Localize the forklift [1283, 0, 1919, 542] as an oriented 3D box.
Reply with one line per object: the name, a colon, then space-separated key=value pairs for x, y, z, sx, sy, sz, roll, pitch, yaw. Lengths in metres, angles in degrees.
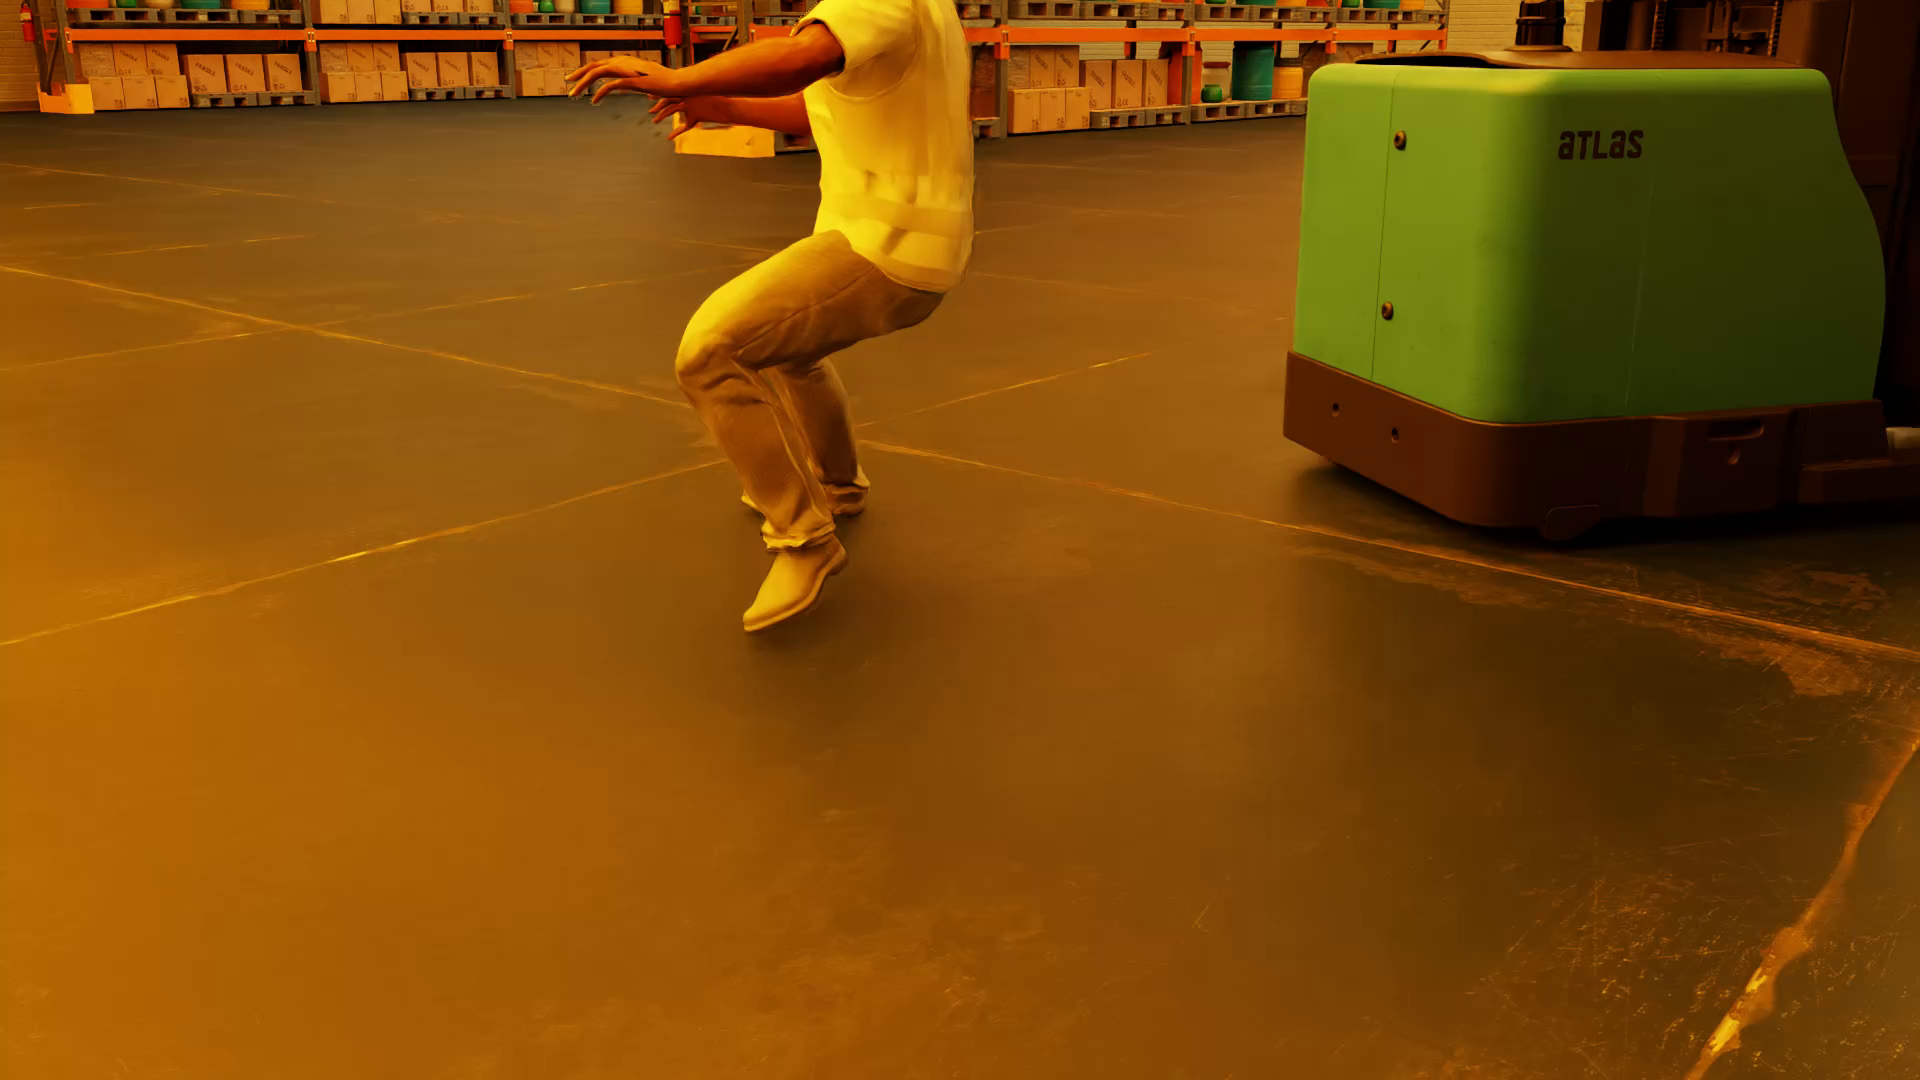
forklift: x=2.480 y=-1.619 z=4.230 sx=3.031 sy=2.935 sz=1.130 roll=-5 pitch=18 yaw=-15

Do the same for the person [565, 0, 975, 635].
person: x=-0.353 y=-0.667 z=3.509 sx=0.756 sy=1.534 sz=1.072 roll=3 pitch=17 yaw=9
